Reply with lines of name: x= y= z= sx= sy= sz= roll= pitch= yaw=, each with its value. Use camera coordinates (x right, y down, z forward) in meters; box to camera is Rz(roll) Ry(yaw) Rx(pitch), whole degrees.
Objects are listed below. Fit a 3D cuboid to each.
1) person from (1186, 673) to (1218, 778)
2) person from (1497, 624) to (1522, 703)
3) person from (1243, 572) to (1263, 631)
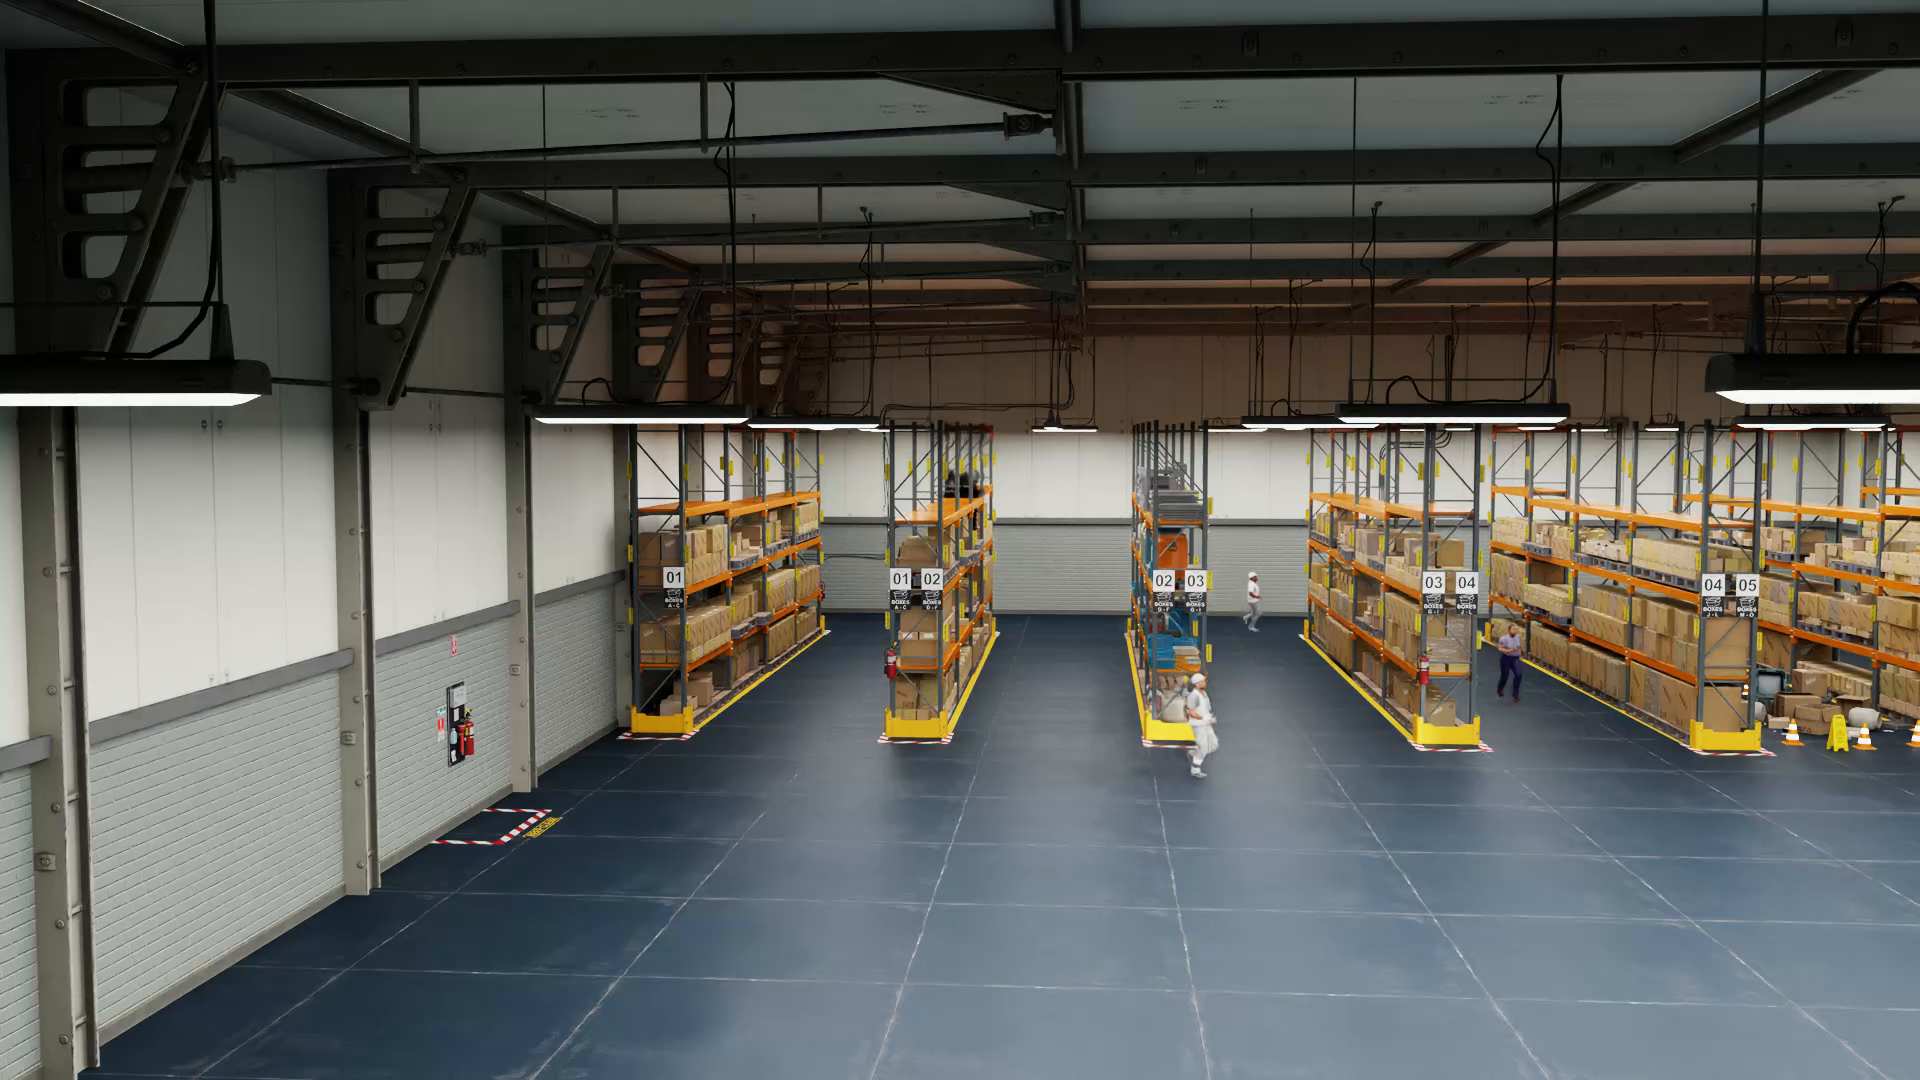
person: x=4.026 y=3.096 z=27.767 sx=0.592 sy=1.742 sz=0.655 roll=2 pitch=4 yaw=30
person: x=11.840 y=2.652 z=35.869 sx=0.627 sy=1.682 sz=0.863 roll=-1 pitch=4 yaw=-10
person: x=8.546 y=1.794 z=48.521 sx=0.557 sy=1.721 sz=0.760 roll=1 pitch=4 yaw=10
